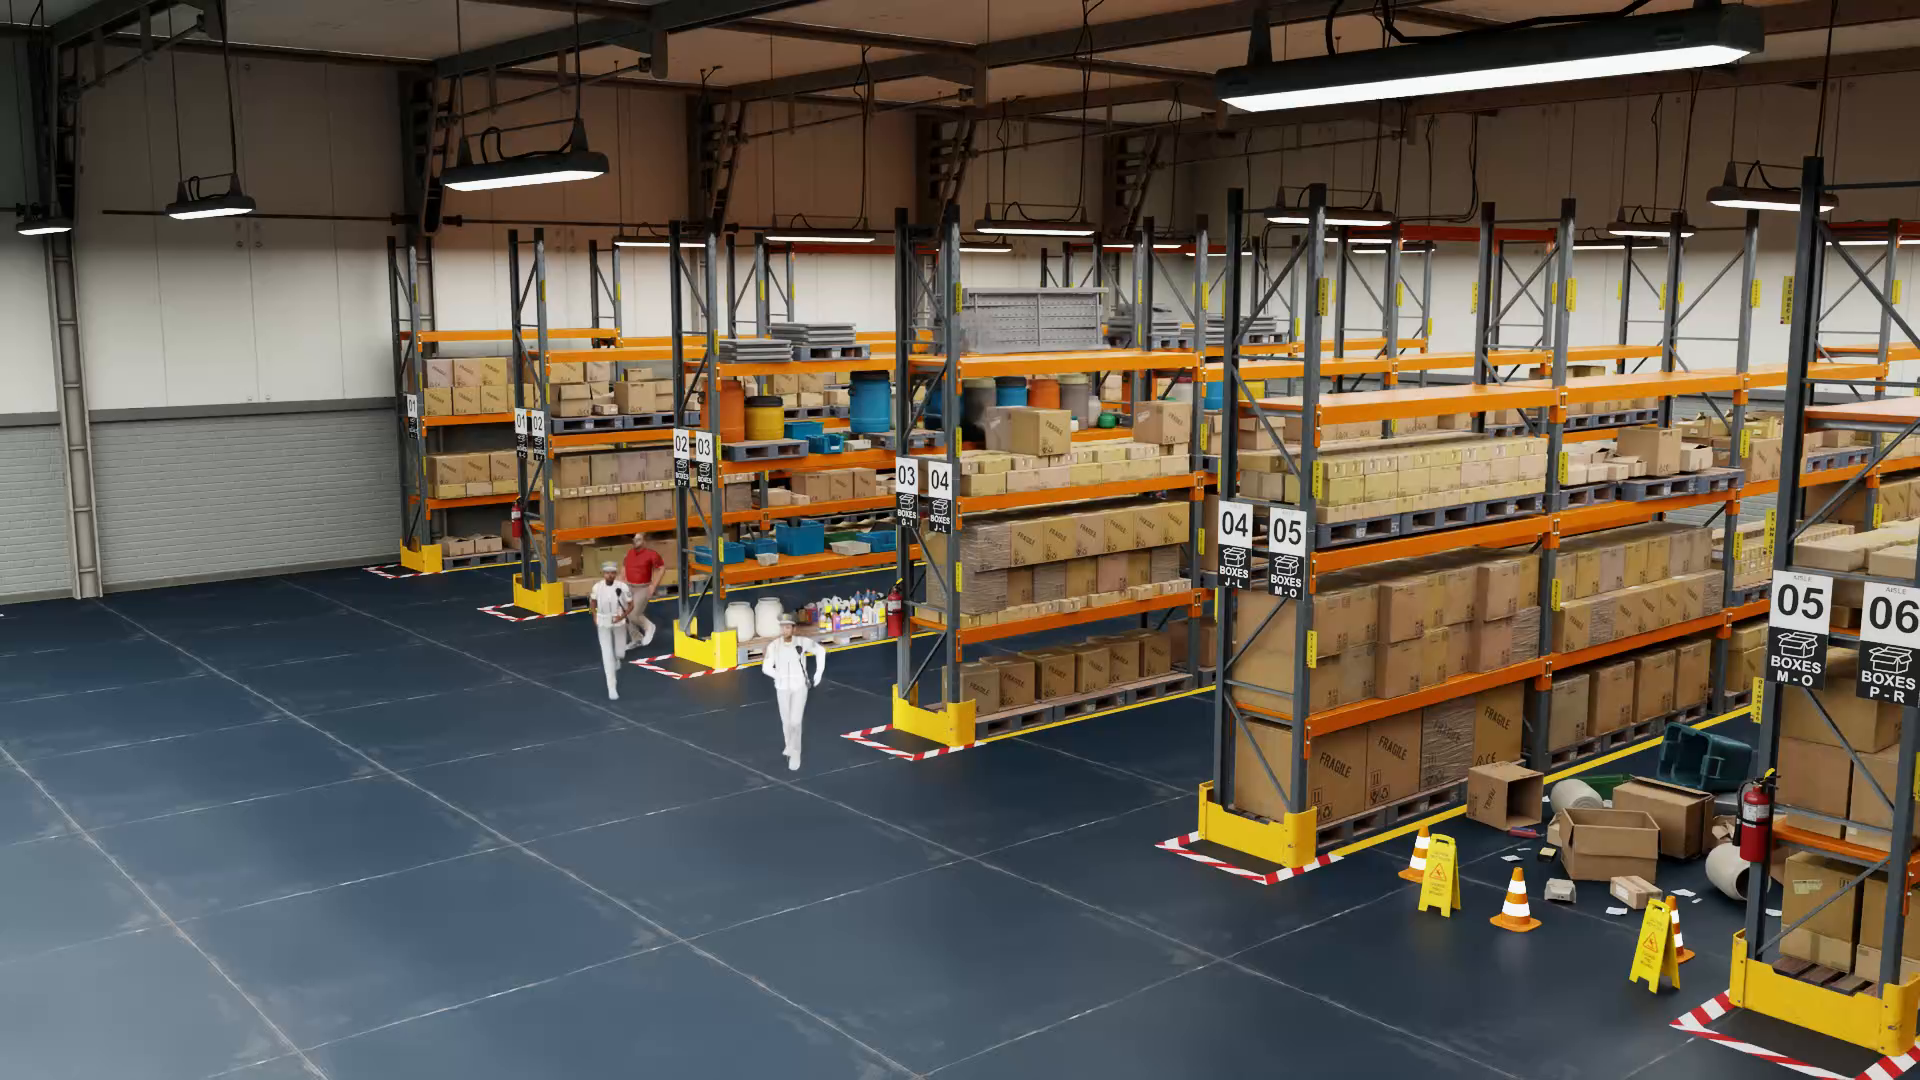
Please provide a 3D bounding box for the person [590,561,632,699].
[{"bbox_3d":[-4.431,1.107,21.235,0.497,1.718,0.994,-3,9,-16],"label":"person"}]

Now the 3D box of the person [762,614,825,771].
[{"bbox_3d":[-1.784,1.605,17.829,0.621,1.701,0.847,1,9,8],"label":"person"}]

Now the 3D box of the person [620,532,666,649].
[{"bbox_3d":[-4.574,0.728,23.620,0.701,1.692,0.497,6,10,33],"label":"person"}]
